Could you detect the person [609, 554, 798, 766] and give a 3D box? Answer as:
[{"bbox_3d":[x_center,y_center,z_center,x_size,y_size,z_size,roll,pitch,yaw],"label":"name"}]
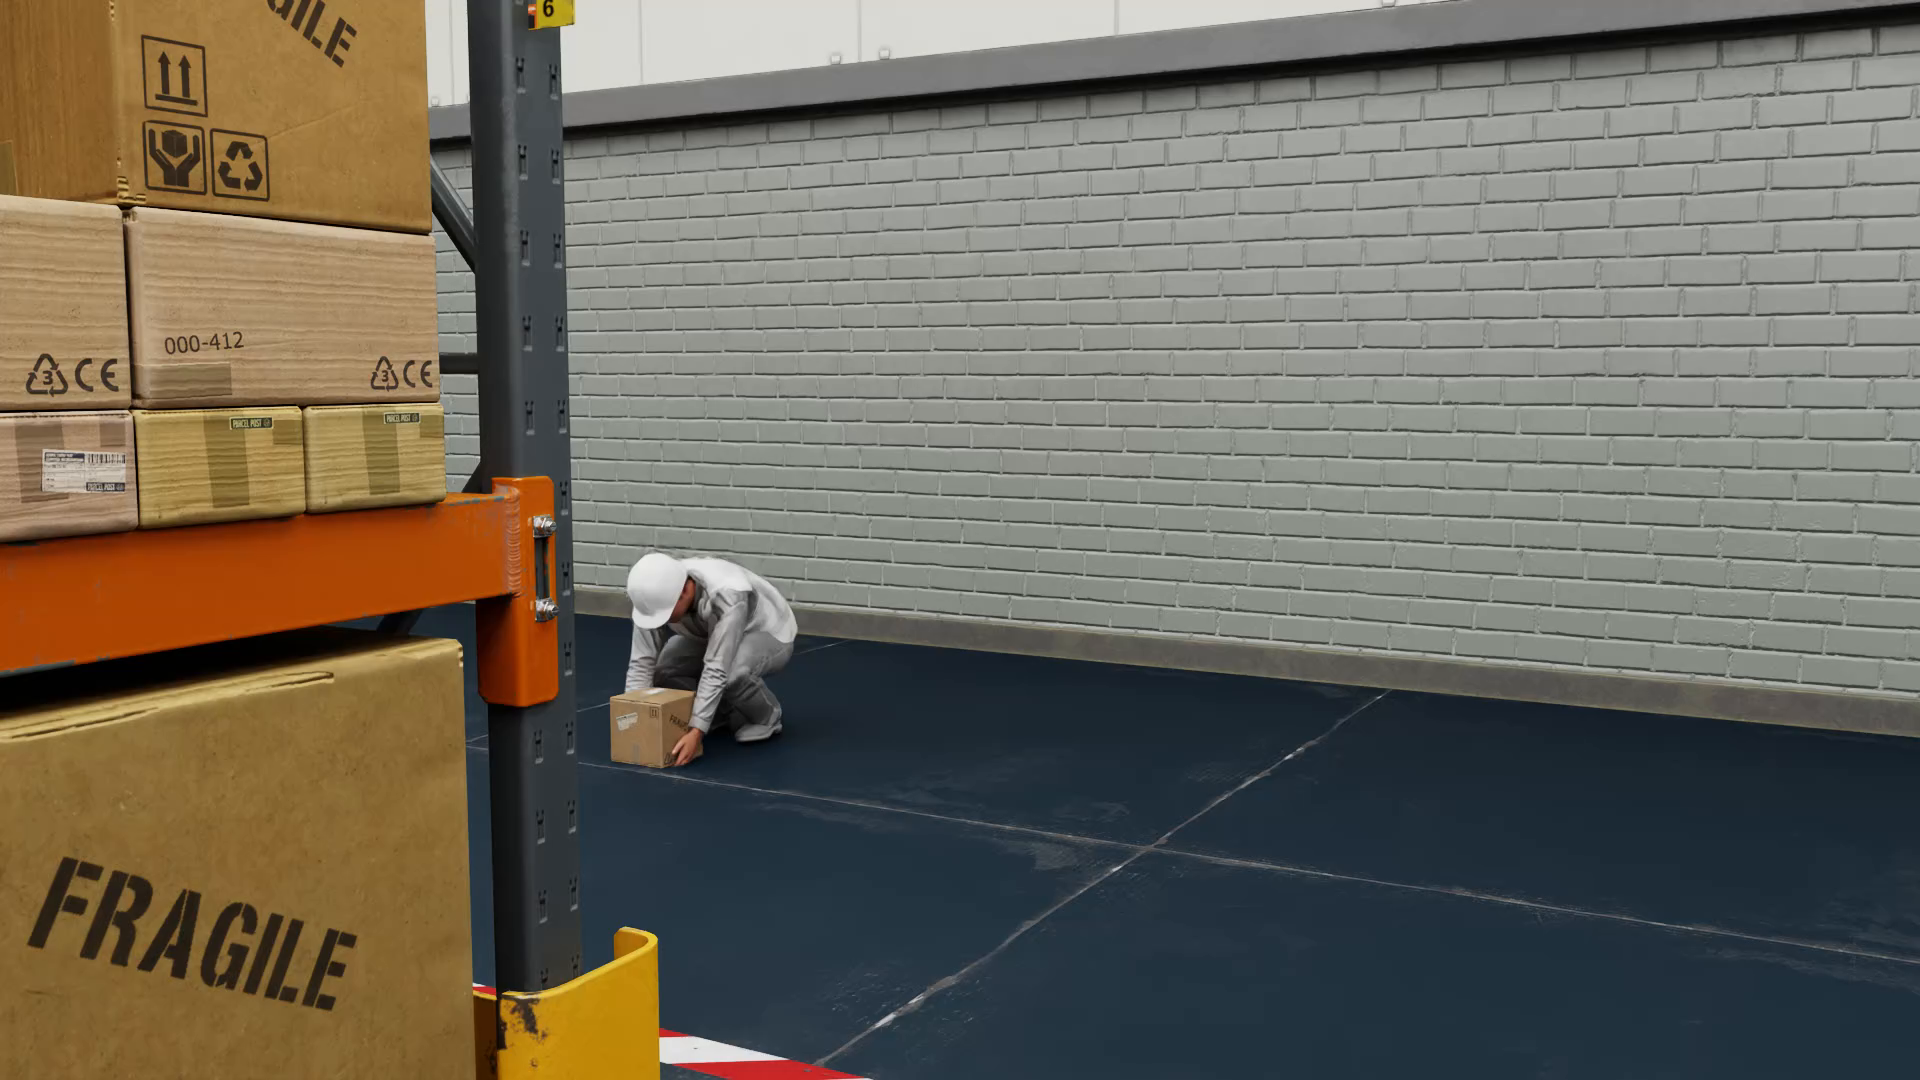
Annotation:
[{"bbox_3d":[-1.024,0.447,6.652,0.528,0.862,0.931,3,7,28],"label":"person"}]
